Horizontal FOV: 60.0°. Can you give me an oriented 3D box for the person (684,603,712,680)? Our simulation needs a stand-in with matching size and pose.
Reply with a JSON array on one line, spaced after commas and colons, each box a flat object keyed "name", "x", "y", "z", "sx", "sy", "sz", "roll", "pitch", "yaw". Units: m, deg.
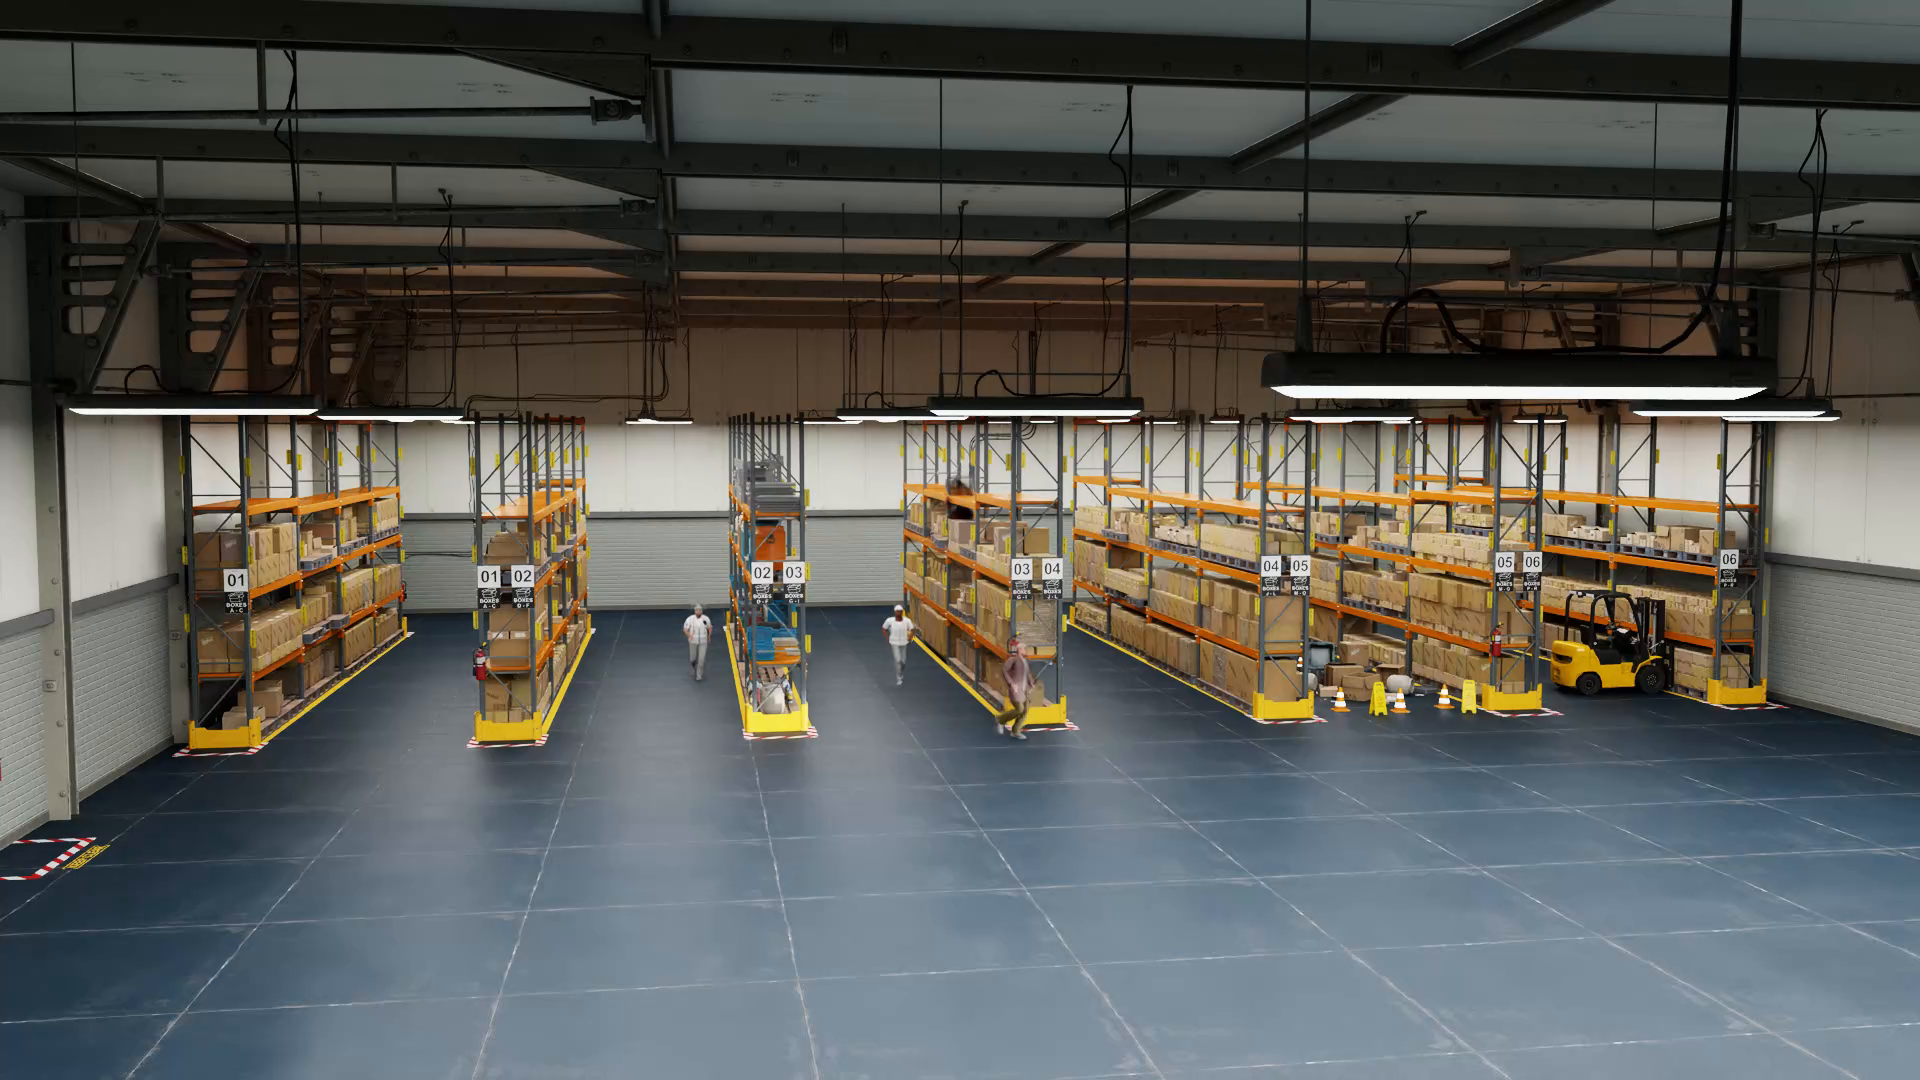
[{"name": "person", "x": -5.924, "y": 2.291, "z": 37.669, "sx": 0.649, "sy": 1.737, "sz": 0.595, "roll": -1, "pitch": 4, "yaw": -15}]

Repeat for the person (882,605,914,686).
[{"name": "person", "x": -1.371, "y": 2.329, "z": 37.147, "sx": 0.711, "sy": 1.762, "sz": 0.805, "roll": -1, "pitch": 4, "yaw": -12}]

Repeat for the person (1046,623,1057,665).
[{"name": "person", "x": 2.122, "y": 2.222, "z": 40.187, "sx": 0.538, "sy": 1.557, "sz": 0.549, "roll": -1, "pitch": 4, "yaw": -21}]

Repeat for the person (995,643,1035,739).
[{"name": "person", "x": 1.068, "y": 2.769, "z": 30.780, "sx": 0.656, "sy": 1.728, "sz": 0.740, "roll": 3, "pitch": 5, "yaw": 37}]
